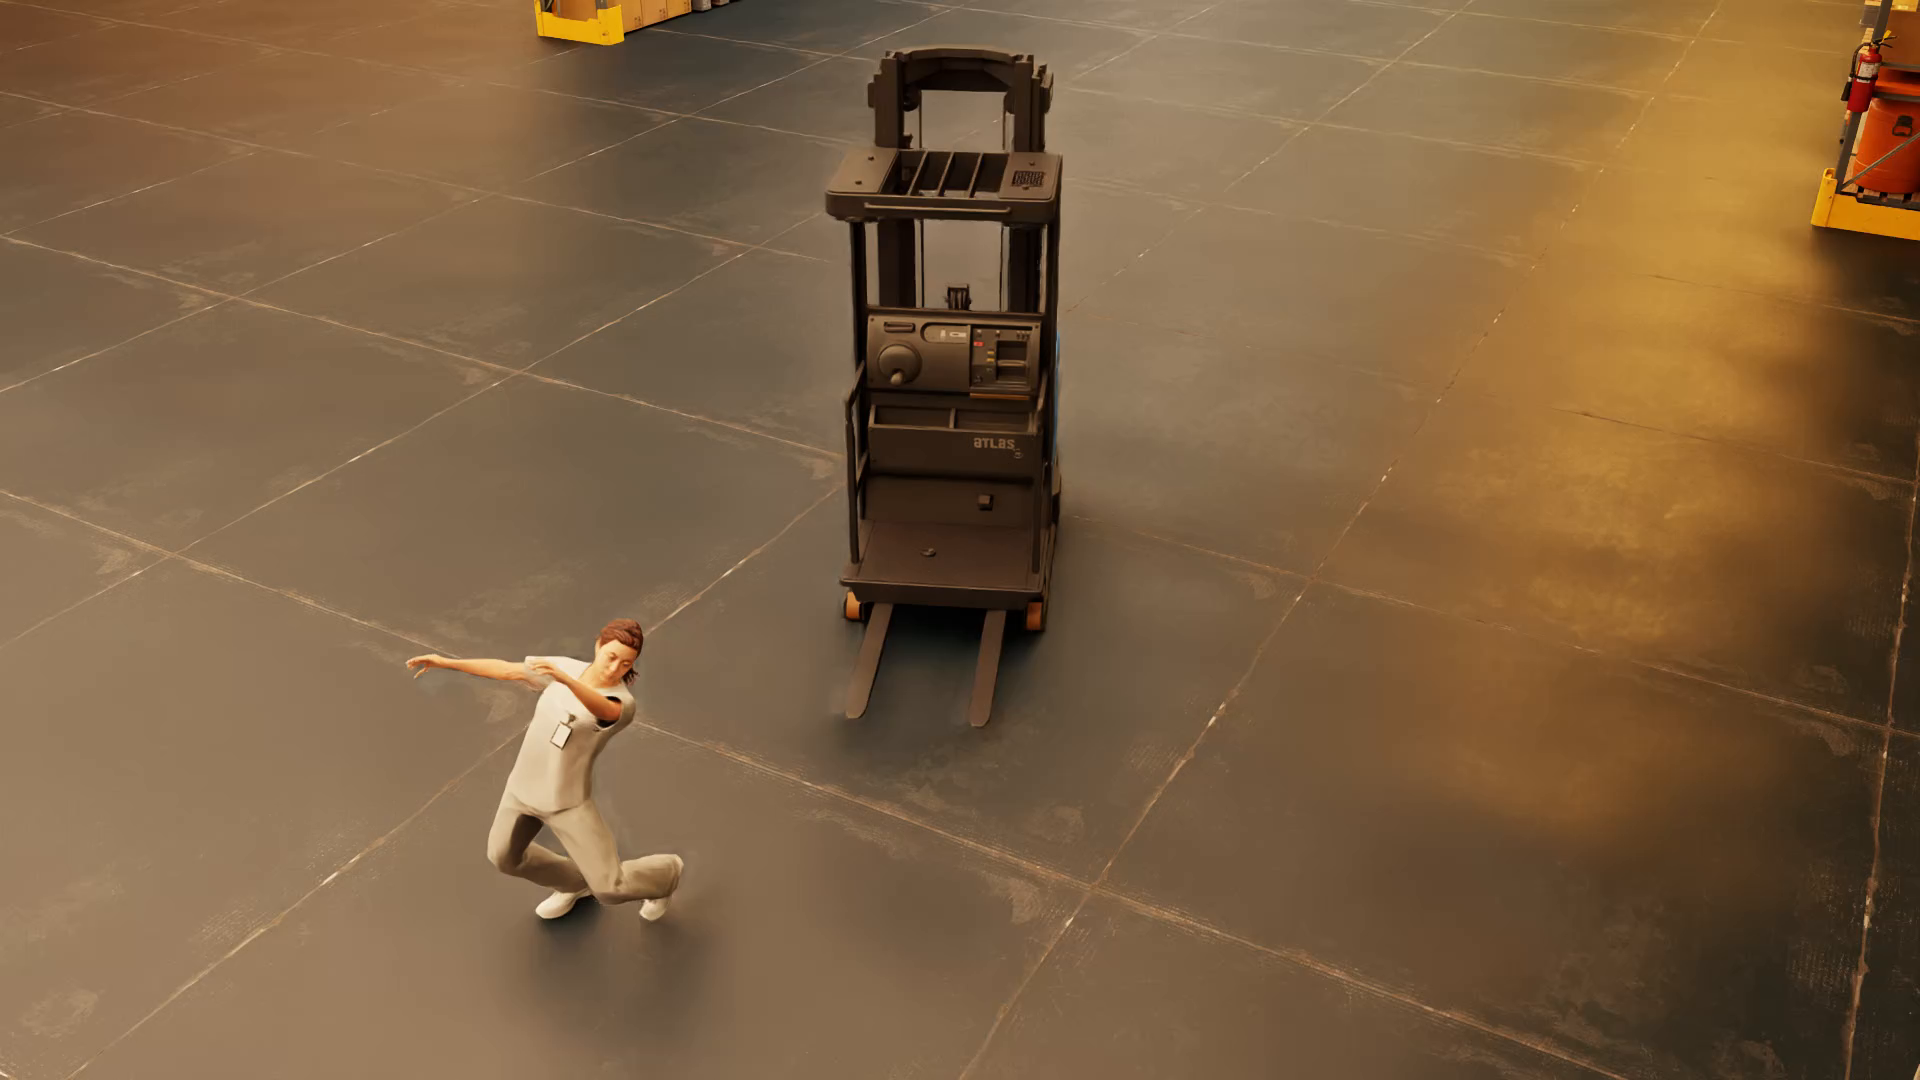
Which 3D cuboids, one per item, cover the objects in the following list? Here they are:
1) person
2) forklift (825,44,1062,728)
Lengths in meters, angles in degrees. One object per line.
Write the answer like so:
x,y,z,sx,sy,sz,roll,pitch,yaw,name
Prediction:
-1.682,0.923,6.851,0.980,1.533,0.654,13,33,22,person
-0.055,-0.948,8.714,1.130,2.935,3.031,3,30,5,forklift
